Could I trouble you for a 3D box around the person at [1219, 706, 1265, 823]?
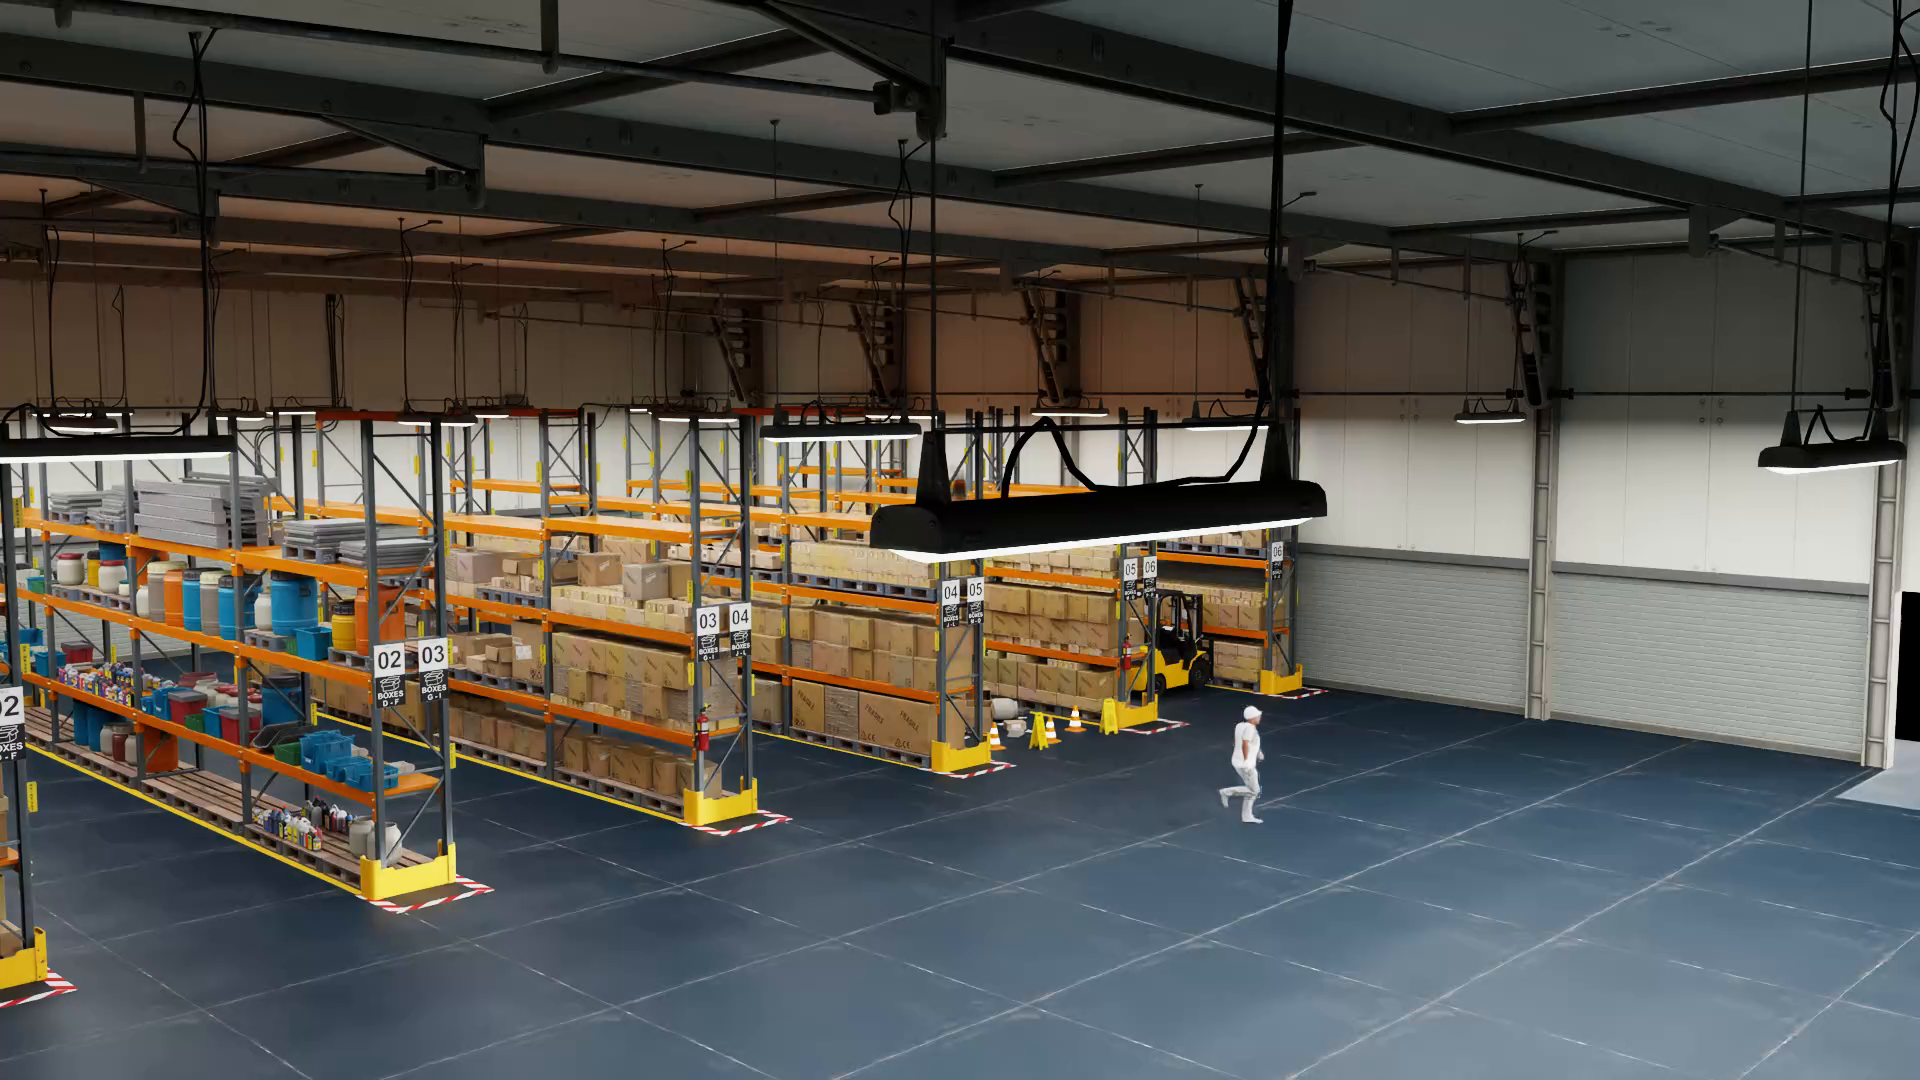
[{"bbox_3d":[4.166,3.317,24.508,0.721,1.736,0.721,0,5,-4],"label":"person"}]
